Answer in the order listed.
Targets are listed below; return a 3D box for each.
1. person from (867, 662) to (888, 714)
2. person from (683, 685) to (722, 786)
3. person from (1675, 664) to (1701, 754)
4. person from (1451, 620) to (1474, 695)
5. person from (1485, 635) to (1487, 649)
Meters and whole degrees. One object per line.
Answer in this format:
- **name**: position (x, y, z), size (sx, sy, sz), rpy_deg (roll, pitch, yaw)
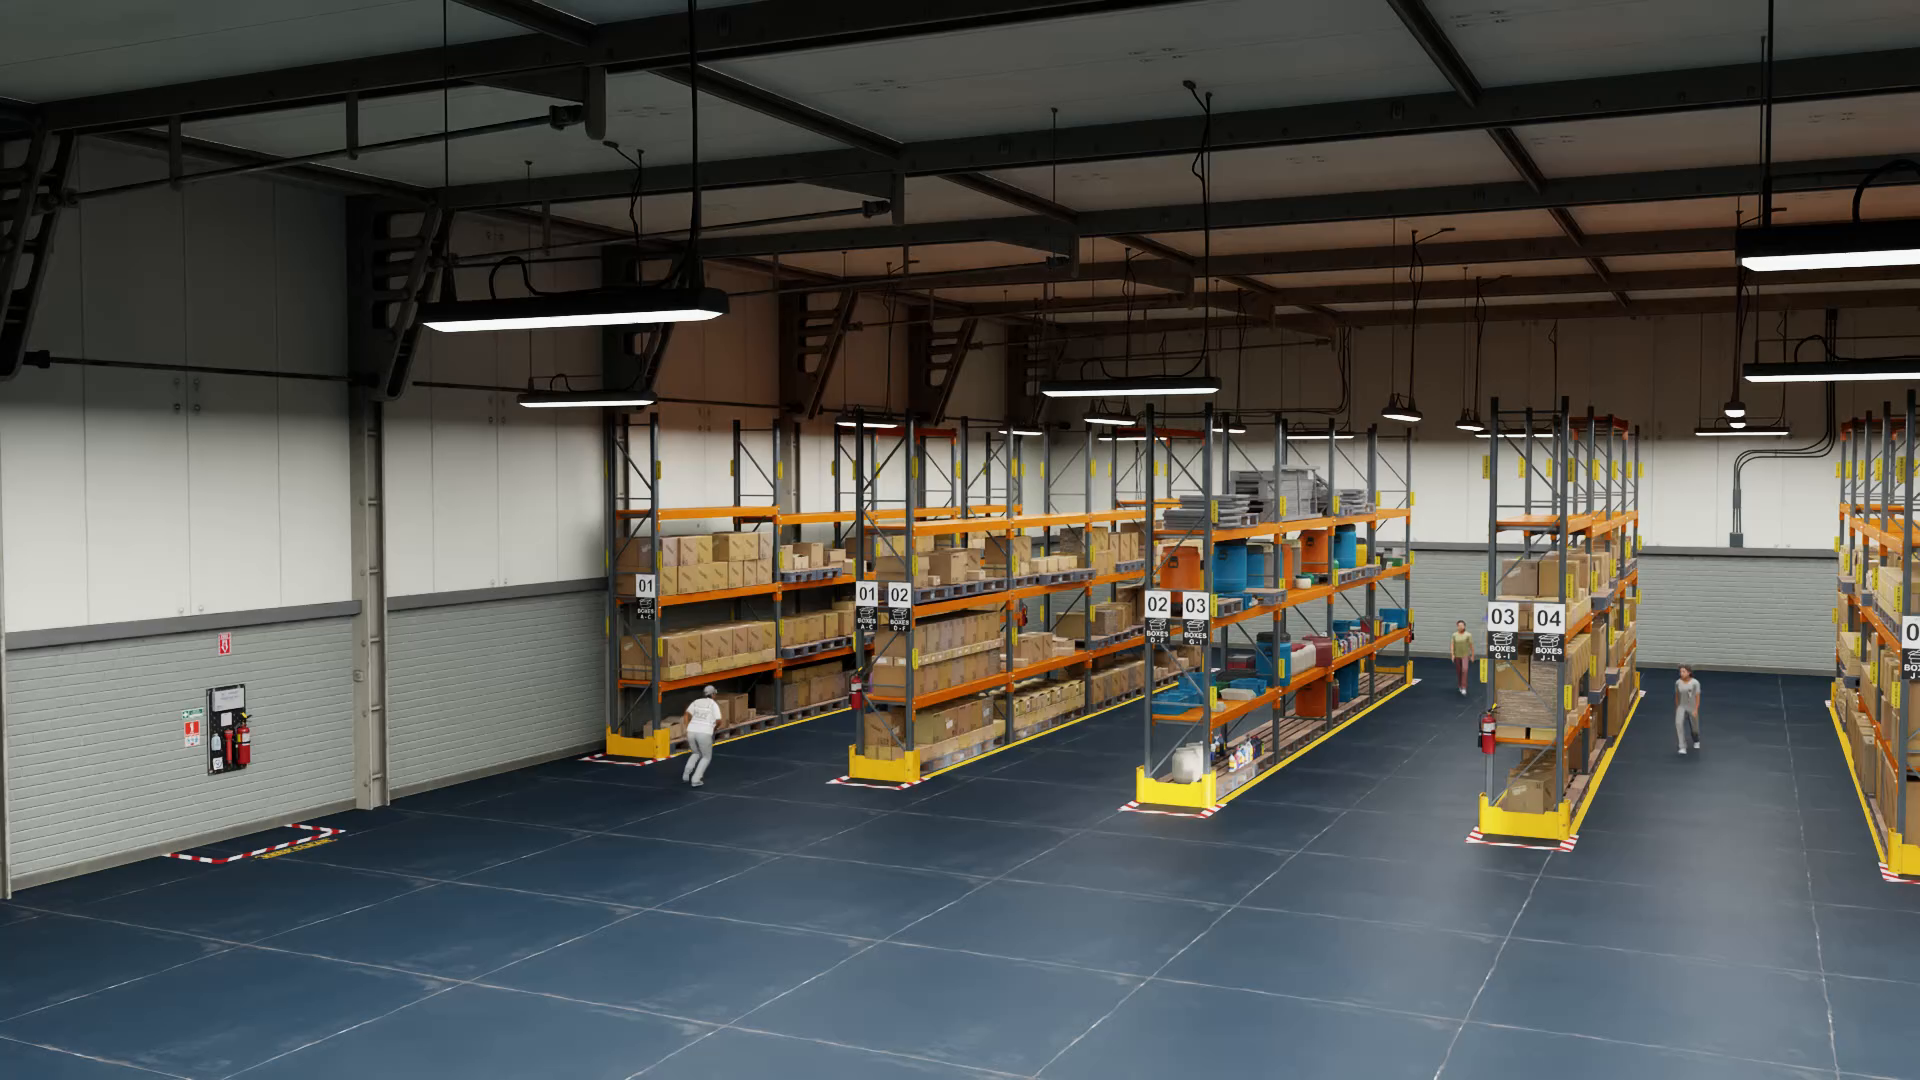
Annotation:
- **person**: position (-1.549, 2.936, 30.079), size (0.438, 1.560, 0.905), rpy_deg (2, 3, 41)
- **person**: position (-4.100, 3.112, 26.581), size (0.590, 1.557, 0.721), rpy_deg (1, 3, 27)
- **person**: position (12.907, 2.978, 29.515), size (0.439, 1.544, 1.028), rpy_deg (2, 3, 34)
- **person**: position (11.156, 2.604, 37.031), size (0.483, 1.626, 0.948), rpy_deg (1, 3, 32)
- **person**: position (13.313, 2.494, 41.156), size (0.427, 1.536, 0.998), rpy_deg (-2, 3, -39)
